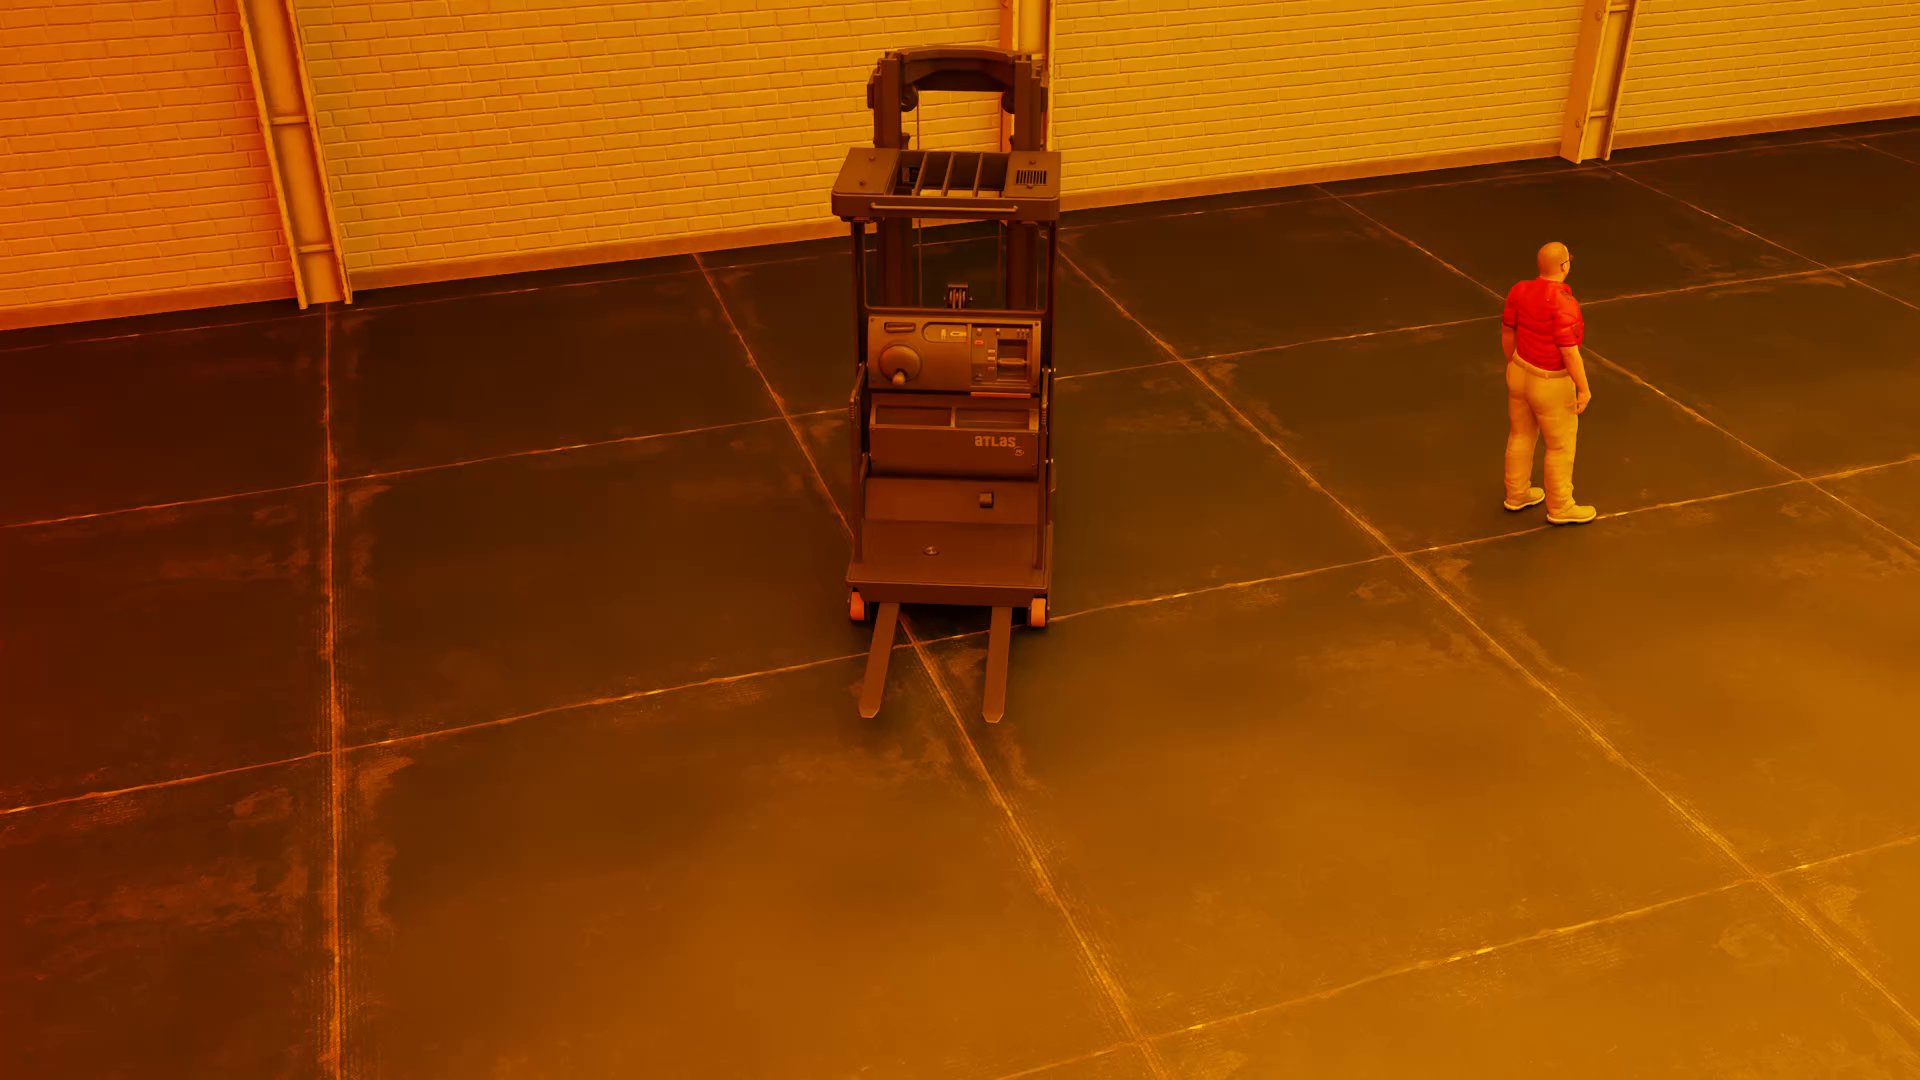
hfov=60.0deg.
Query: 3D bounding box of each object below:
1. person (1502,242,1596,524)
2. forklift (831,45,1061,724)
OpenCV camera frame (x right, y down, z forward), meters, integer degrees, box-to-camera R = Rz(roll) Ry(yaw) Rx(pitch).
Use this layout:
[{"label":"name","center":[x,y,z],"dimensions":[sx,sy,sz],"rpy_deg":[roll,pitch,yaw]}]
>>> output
[{"label":"person","center":[3.551,-0.957,9.941],"dimensions":[0.550,1.729,0.642],"rpy_deg":[-14,33,-24]},{"label":"forklift","center":[-0.044,-0.958,8.751],"dimensions":[1.130,2.935,3.031],"rpy_deg":[2,30,3]}]
